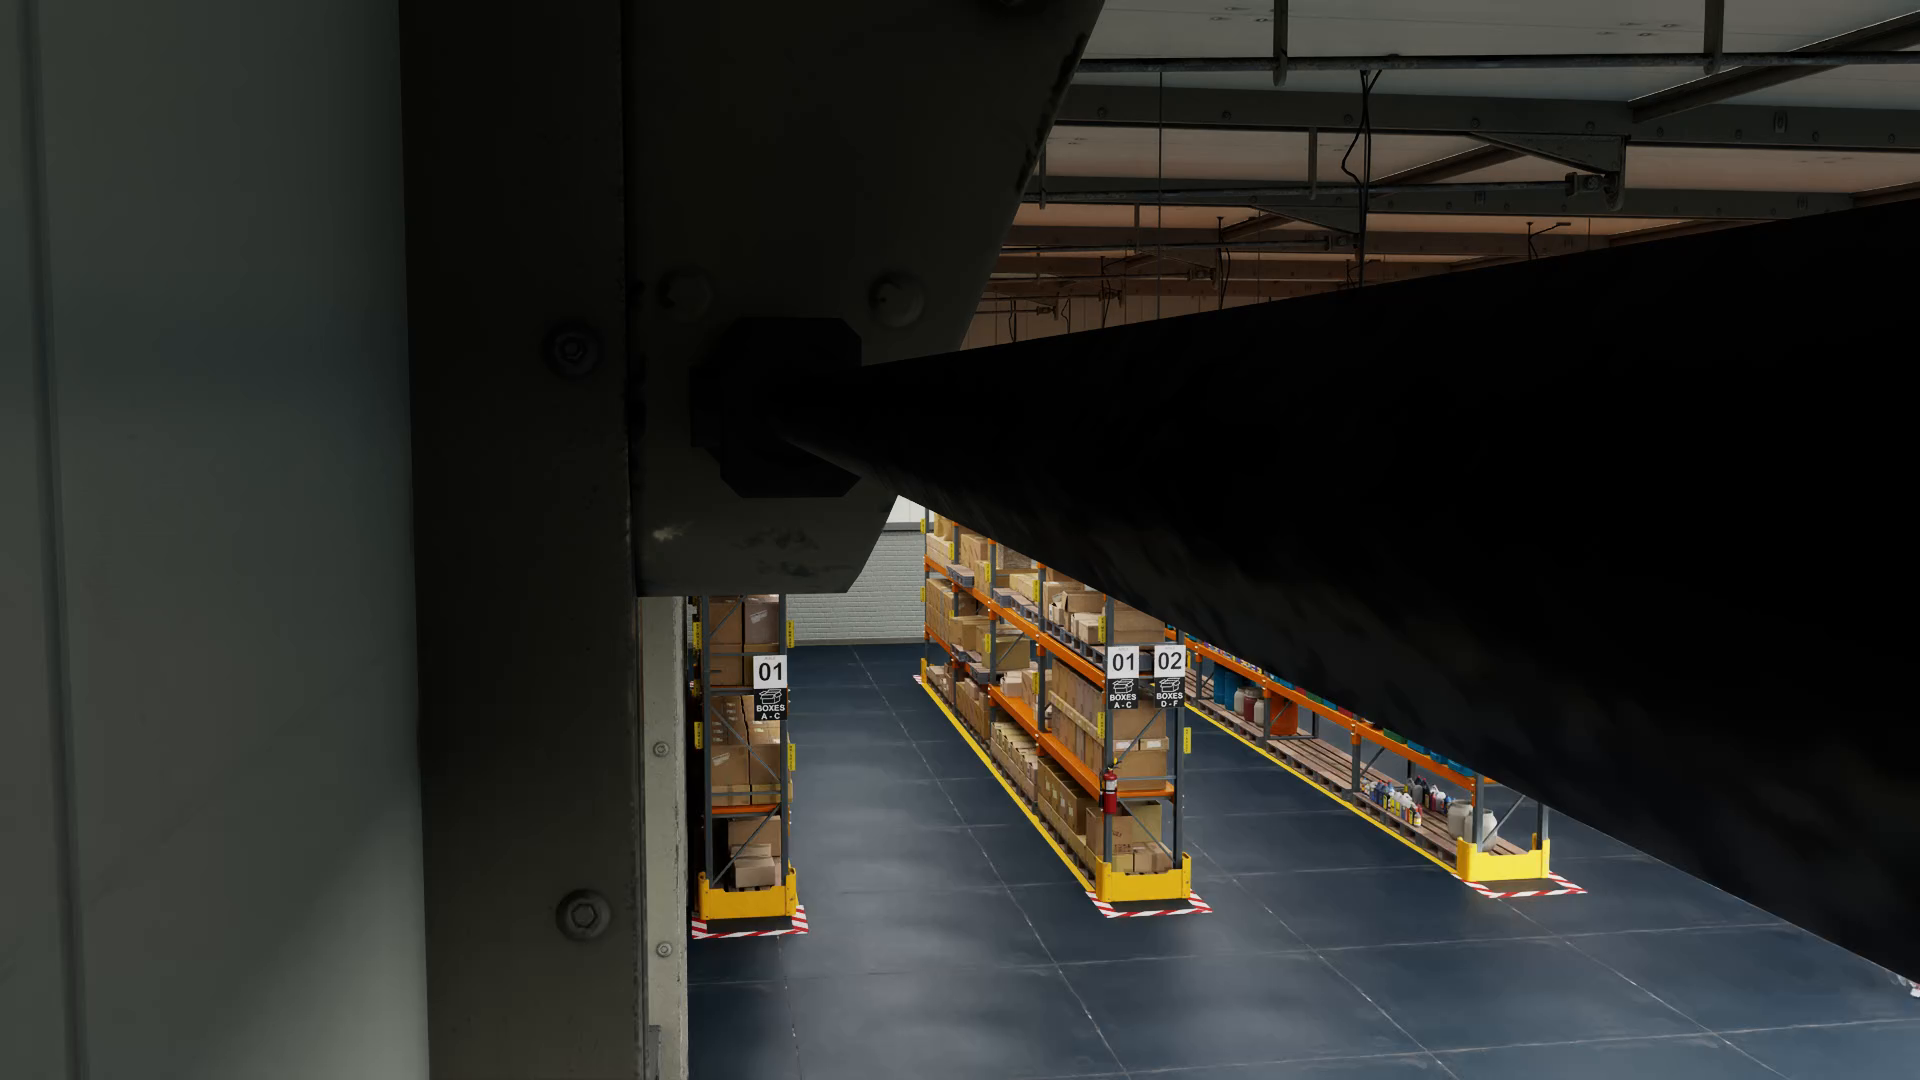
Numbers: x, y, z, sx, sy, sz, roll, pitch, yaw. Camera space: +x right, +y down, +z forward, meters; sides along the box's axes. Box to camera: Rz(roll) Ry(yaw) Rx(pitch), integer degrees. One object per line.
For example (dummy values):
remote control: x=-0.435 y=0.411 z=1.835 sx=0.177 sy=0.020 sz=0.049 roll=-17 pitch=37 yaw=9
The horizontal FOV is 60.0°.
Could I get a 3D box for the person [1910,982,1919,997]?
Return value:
person: x=10.243 y=4.045 z=17.362 sx=0.576 sy=1.522 sz=0.570 roll=1 pitch=5 yaw=15
